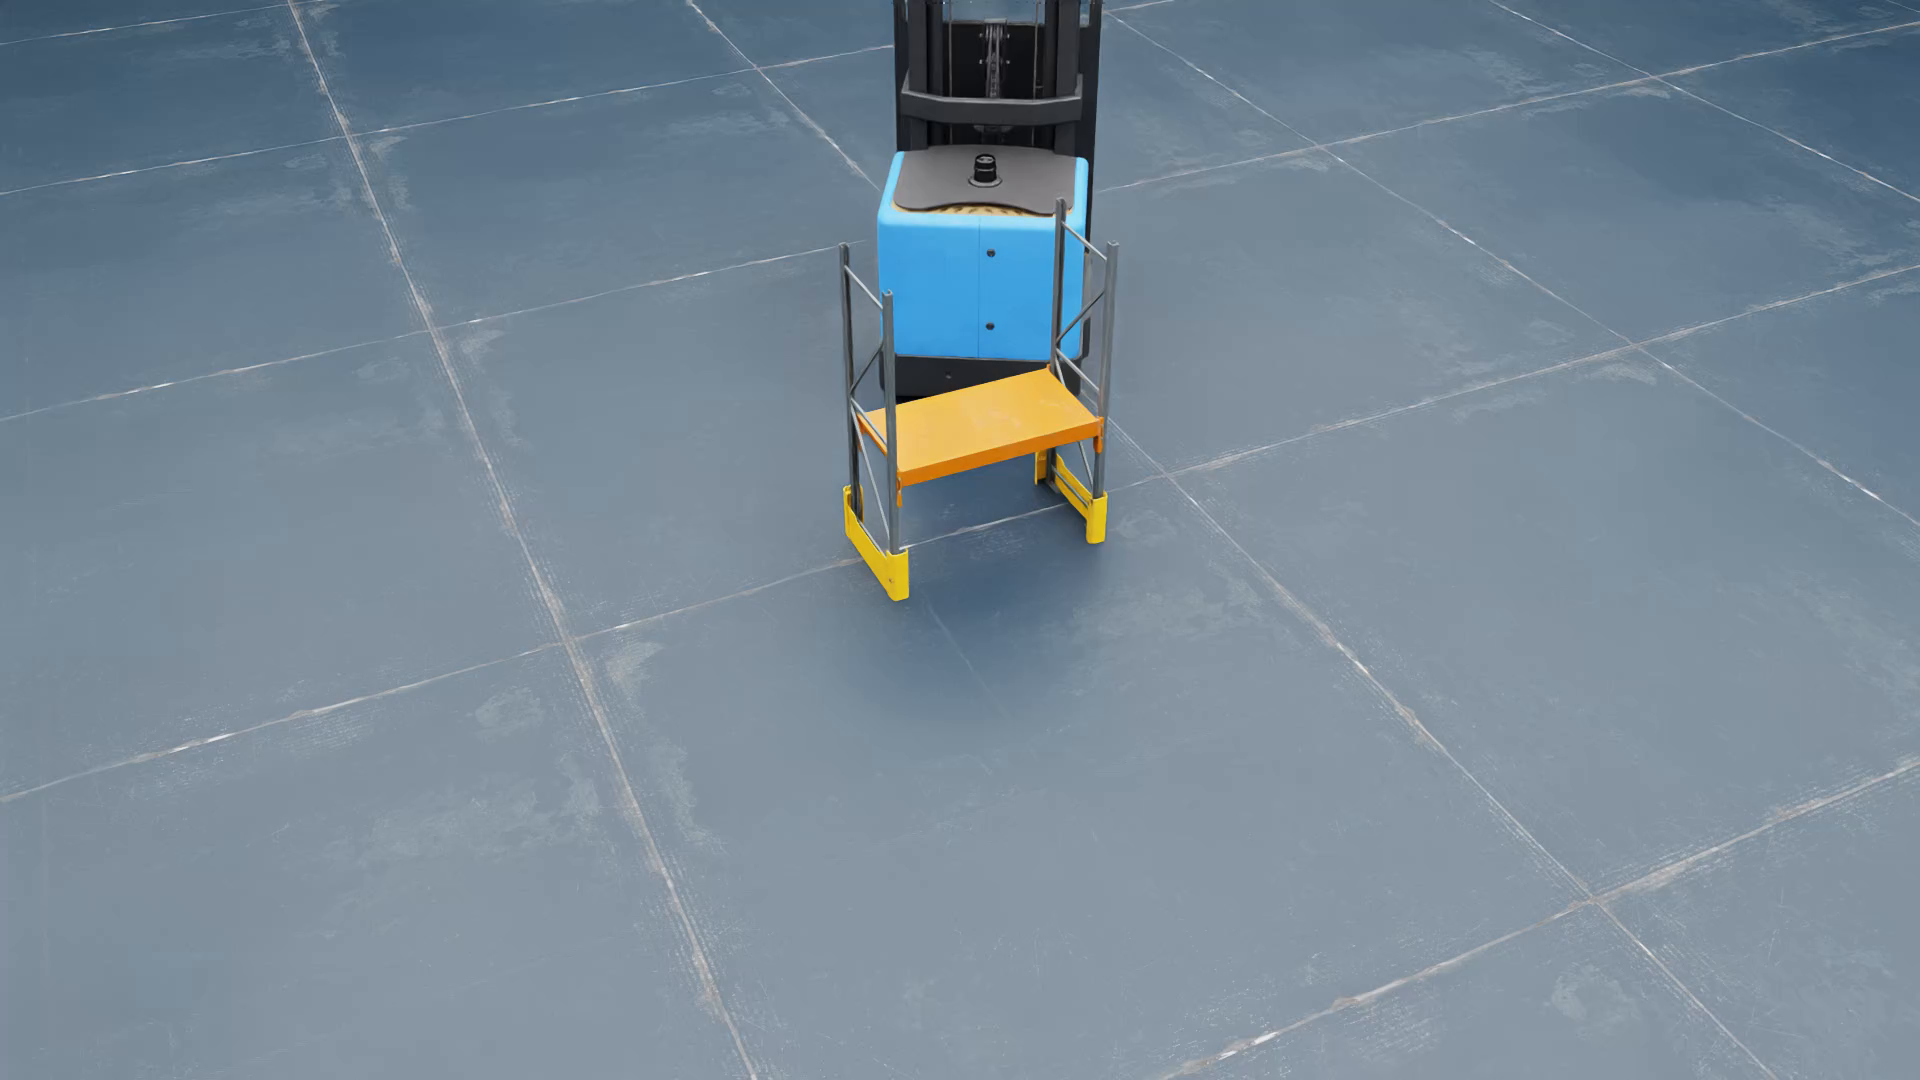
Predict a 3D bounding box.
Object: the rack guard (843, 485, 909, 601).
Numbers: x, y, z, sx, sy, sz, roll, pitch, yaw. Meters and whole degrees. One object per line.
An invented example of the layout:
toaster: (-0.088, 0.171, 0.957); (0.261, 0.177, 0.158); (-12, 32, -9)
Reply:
rack guard: (-0.382, 0.006, 7.532); (0.087, 0.250, 0.587); (-16, 39, -20)

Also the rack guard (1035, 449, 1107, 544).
rack guard: (0.520, -0.246, 7.871); (0.087, 0.250, 0.587); (-16, 39, -20)

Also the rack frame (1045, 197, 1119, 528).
rack frame: (0.537, -0.753, 7.506); (0.032, 1.500, 0.500); (-16, 39, -20)

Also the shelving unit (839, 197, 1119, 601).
shelving unit: (0.069, -0.622, 7.329); (1.083, 1.500, 0.587); (-16, 39, -20)

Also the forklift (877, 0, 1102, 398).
forklift: (0.217, -2.749, 8.996); (1.130, 2.935, 3.031); (3, 37, 4)

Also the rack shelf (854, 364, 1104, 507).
rack shelf: (0.077, -0.480, 7.439); (1.000, 0.185, 0.538); (-16, 39, -20)

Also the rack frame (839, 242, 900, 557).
rack frame: (-0.383, -0.495, 7.159); (0.032, 1.500, 0.500); (-16, 39, -20)
